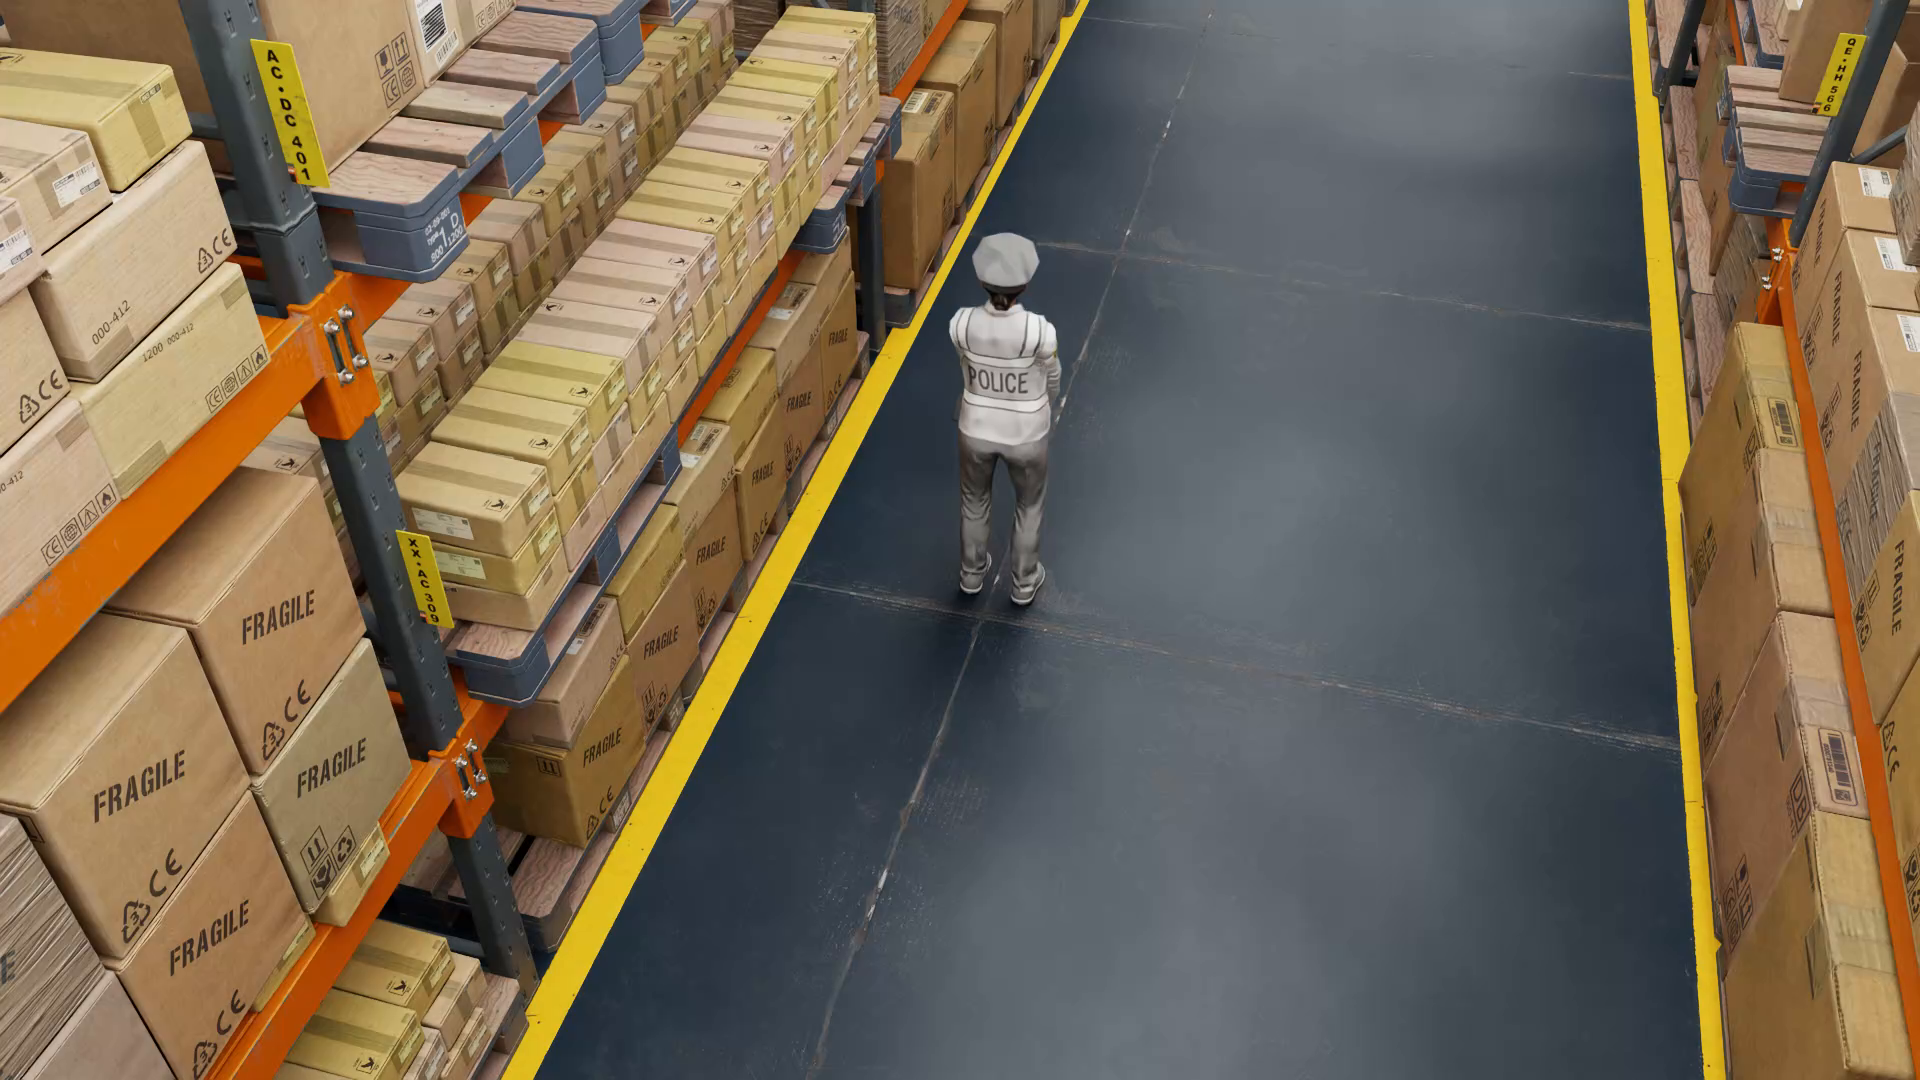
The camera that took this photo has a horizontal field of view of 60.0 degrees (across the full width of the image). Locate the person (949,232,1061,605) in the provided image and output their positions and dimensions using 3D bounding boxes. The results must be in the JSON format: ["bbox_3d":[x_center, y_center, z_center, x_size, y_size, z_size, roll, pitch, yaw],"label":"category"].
[{"bbox_3d":[0.184,-0.495,6.715,0.417,1.682,0.528,9,42,10],"label":"person"}]
